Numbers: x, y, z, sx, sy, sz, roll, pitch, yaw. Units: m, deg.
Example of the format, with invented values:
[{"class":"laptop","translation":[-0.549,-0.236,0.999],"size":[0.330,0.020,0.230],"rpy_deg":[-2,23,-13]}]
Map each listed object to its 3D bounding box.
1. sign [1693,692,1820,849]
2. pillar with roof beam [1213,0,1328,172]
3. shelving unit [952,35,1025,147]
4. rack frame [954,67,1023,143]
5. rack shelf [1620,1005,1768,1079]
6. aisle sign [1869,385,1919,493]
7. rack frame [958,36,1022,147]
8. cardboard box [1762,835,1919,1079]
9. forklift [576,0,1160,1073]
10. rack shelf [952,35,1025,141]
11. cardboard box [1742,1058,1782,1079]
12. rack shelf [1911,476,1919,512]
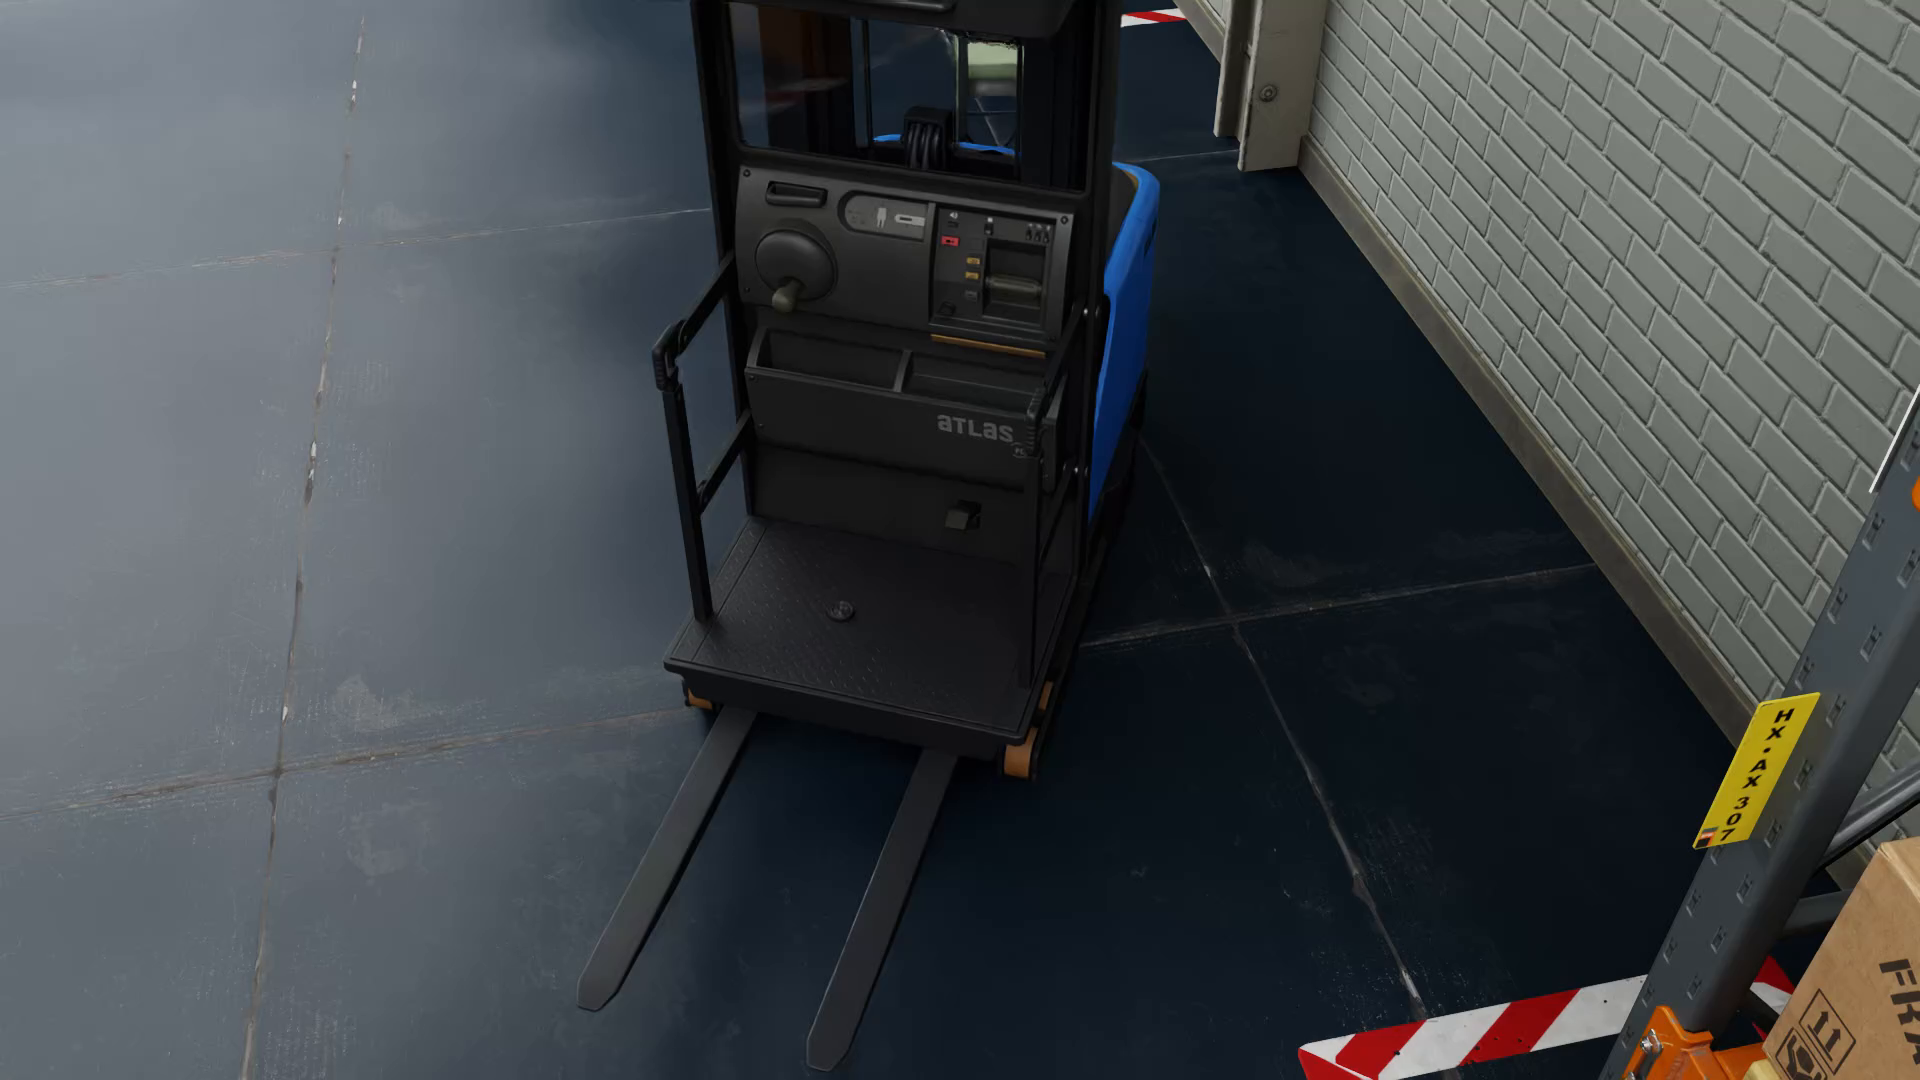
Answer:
[{"class":"sign","translation":[1.173,0.344,2.450],"size":[0.100,0.325,0.005],"rpy_deg":[-8,42,-9]},{"class":"pillar with roof beam","translation":[-2.800,-4.596,4.149],"size":[9.100,9.000,0.400],"rpy_deg":[-8,42,-9]},{"class":"shelving unit","translation":[0.186,-1.425,6.226],"size":[0.431,1.500,0.755],"rpy_deg":[-1,42,-1]},{"class":"rack frame","translation":[0.176,-1.668,6.499],"size":[0.400,1.500,0.023],"rpy_deg":[-1,42,-1]},{"class":"rack shelf","translation":[2.134,2.156,1.604],"size":[1.077,0.370,4.000],"rpy_deg":[-8,42,-9]},{"class":"aisle sign","translation":[1.394,-0.386,1.967],"size":[0.394,0.787,0.004],"rpy_deg":[-8,42,-9]},{"class":"rack frame","translation":[0.195,-1.182,5.952],"size":[0.400,1.500,0.023],"rpy_deg":[-1,42,-1]},{"class":"cardboard box","translation":[1.512,0.711,2.223],"size":[0.500,0.500,0.500],"rpy_deg":[-8,42,-9]},{"class":"forklift","translation":[-0.215,-0.682,4.310],"size":[1.130,2.935,3.031],"rpy_deg":[11,43,12]},{"class":"rack shelf","translation":[0.186,-1.717,5.967],"size":[0.431,0.370,0.720],"rpy_deg":[-1,42,-1]},{"class":"cardboard box","translation":[1.498,1.001,2.461],"size":[0.500,0.250,0.500],"rpy_deg":[-9,42,-11]},{"class":"rack shelf","translation":[2.134,1.034,0.608],"size":[1.077,0.370,4.000],"rpy_deg":[-8,42,-9]}]
